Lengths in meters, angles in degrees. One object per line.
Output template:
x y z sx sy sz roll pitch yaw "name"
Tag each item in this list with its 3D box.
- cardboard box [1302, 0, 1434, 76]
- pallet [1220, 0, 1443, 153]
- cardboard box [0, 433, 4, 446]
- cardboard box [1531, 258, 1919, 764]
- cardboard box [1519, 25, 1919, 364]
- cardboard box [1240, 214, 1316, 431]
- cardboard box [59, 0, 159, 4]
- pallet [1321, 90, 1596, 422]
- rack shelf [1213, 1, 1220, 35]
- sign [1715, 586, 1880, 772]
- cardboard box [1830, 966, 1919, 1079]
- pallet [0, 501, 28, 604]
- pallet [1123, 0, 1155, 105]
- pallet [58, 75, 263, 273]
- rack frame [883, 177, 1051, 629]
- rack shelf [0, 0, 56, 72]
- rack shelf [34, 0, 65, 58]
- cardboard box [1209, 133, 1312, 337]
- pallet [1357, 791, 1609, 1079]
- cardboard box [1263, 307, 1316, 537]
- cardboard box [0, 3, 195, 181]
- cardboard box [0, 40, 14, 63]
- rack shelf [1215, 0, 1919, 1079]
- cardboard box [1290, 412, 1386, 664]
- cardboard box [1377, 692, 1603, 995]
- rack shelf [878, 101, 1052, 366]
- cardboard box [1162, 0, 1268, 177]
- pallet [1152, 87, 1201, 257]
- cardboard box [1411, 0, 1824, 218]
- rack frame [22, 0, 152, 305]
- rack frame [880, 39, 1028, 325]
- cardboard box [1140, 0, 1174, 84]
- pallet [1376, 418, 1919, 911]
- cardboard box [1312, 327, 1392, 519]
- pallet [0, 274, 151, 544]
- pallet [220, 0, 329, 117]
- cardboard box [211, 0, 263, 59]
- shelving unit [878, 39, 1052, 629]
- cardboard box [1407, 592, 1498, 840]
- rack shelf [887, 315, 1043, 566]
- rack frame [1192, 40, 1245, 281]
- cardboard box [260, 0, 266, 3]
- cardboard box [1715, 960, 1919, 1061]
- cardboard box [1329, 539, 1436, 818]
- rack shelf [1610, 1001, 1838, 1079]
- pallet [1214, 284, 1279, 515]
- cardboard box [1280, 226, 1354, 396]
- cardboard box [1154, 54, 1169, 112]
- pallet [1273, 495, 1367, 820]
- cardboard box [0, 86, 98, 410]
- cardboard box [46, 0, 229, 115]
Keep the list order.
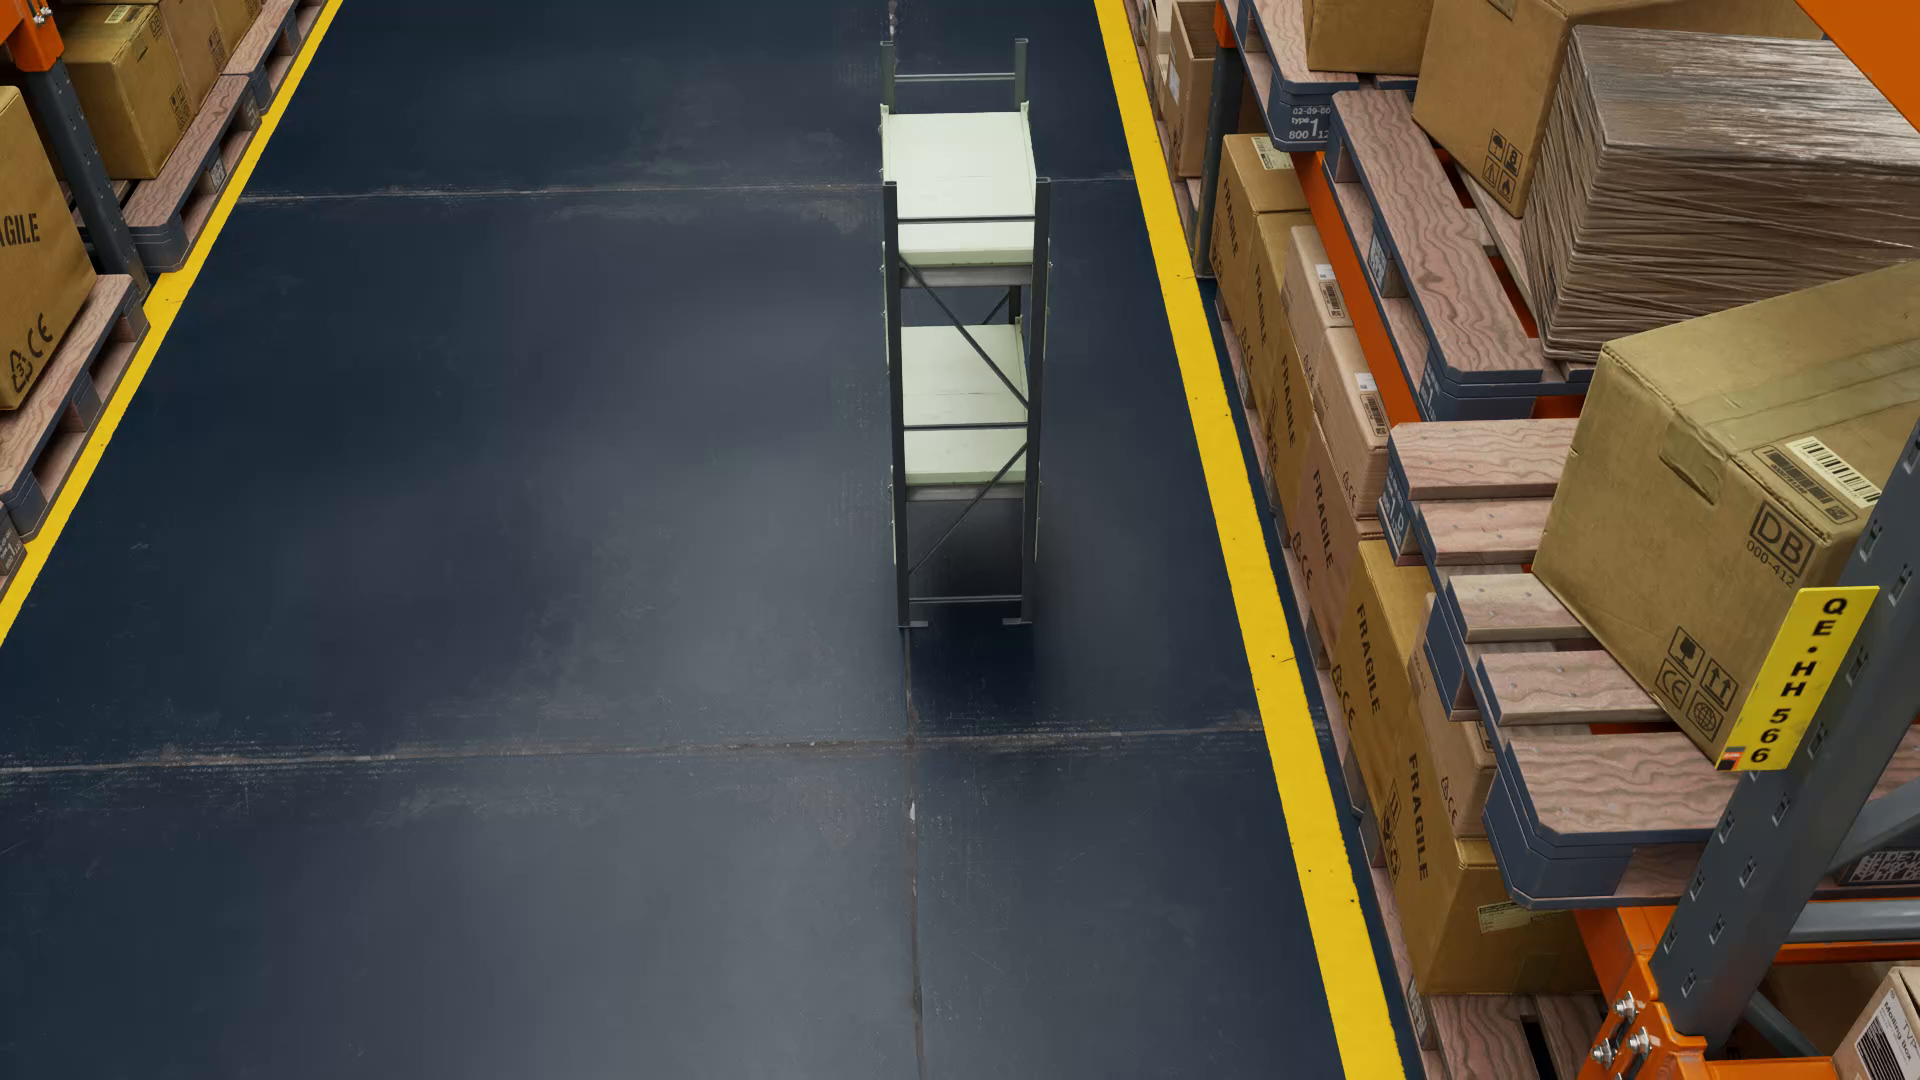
1.286 -1.552 4.338 0.700 0.500 0.500 5 43 5 "cardboard box"
1.321 -1.535 4.847 1.003 0.211 1.213 -2 43 -2 "pallet"
-3.354 -0.331 4.672 0.750 0.750 0.750 0 43 0 "cardboard box"
1.427 -0.062 2.713 0.700 0.500 0.500 -15 45 -16 "cardboard box"
1.579 -0.685 3.392 0.700 0.500 0.500 6 43 6 "cardboard box"
1.207 -0.696 5.314 0.500 0.500 0.500 -1 43 -1 "cardboard box"
-3.314 -2.221 6.512 0.380 0.149 0.250 0 43 0 "cardboard box"
1.479 -0.690 3.925 1.003 0.211 1.213 -2 43 -2 "pallet"
1.312 -3.234 7.090 1.077 0.370 4.000 -2 43 -2 "rack shelf"
1.025 0.176 2.040 0.100 0.325 0.005 -2 43 -2 "sign"
1.538 0.831 2.189 0.500 0.311 0.500 1 43 1 "cardboard box"
-3.390 0.368 4.692 1.003 0.211 1.213 -2 43 -2 "pallet"
1.313 -2.410 7.723 1.003 0.211 1.213 -2 43 -2 "pallet"
-3.507 -1.492 6.721 1.003 0.211 1.213 -2 43 -2 "pallet"
0.016 -0.301 4.469 0.400 1.500 0.023 -2 43 -2 "rack frame"
-3.468 -0.389 3.986 1.077 0.370 4.000 -2 43 -2 "rack shelf"
-3.638 -3.089 6.932 1.077 0.370 4.000 -2 43 -2 "rack shelf"
1.174 -1.056 5.706 0.500 0.500 0.500 -3 43 -4 "cardboard box"
1.572 1.075 3.921 1.003 0.211 1.213 -2 43 -2 "pallet"
1.221 -0.358 4.945 0.500 0.500 0.500 -1 43 -1 "cardboard box"
-3.482 -1.745 6.473 0.700 0.500 0.500 -1 43 -1 "cardboard box"
-3.674 -1.881 6.141 0.380 0.149 0.250 -2 43 -2 "cardboard box"
1.481 -0.533 4.144 1.077 0.370 4.000 -2 43 -2 "rack shelf"
1.242 -0.017 4.573 0.500 0.500 0.500 -3 43 -3 "cardboard box"
1.292 0.686 3.806 0.500 0.500 0.500 0 43 0 "cardboard box"
0.000 -0.836 4.475 0.431 0.370 0.720 -2 43 -2 "rack shelf"
1.089 -1.766 6.481 0.500 0.500 0.500 -2 43 -2 "cardboard box"
1.368 -1.584 6.822 1.003 0.211 1.213 -2 43 -2 "pallet"
1.533 -1.149 3.899 0.700 0.500 0.500 -12 44 -13 "cardboard box"
-3.553 -2.004 5.216 1.000 3.000 0.127 -2 43 -2 "rack frame"
-0.015 -0.795 5.008 0.400 1.500 0.023 -2 43 -2 "rack frame"
1.057 -2.202 7.097 0.500 0.311 0.500 -2 43 -2 "cardboard box"
1.467 0.167 2.990 1.213 0.211 1.003 -2 43 -2 "pallet"
1.238 -0.318 4.347 0.500 0.250 0.500 -2 43 -3 "cardboard box"
-3.445 -0.457 5.593 1.003 0.211 1.213 -2 43 -2 "pallet"
-3.562 -2.317 7.622 1.003 0.211 1.213 -2 43 -2 "pallet"
-3.520 -2.431 7.221 0.700 0.500 0.500 -1 43 -1 "cardboard box"
0.000 -0.548 4.738 0.431 1.500 0.755 -2 43 -2 "shelving unit"
1.285 0.372 3.594 0.500 0.250 0.500 0 43 0 "cardboard box"
0.000 -0.308 4.959 0.431 0.370 0.720 -2 43 -2 "rack shelf"
1.396 -2.149 5.374 1.000 3.000 0.127 -2 43 -2 "rack frame"
-3.549 -2.791 7.614 0.700 0.500 0.500 -3 43 -3 "cardboard box"
1.833 0.996 3.468 0.500 0.500 0.500 0 43 0 "cardboard box"
1.270 0.337 4.187 0.500 0.500 0.500 -3 43 -3 "cardboard box"
1.651 2.167 1.198 1.077 0.370 4.000 -2 43 -2 "rack shelf"
1.469 -0.573 5.719 1.003 0.211 1.213 -2 43 -2 "pallet"
1.216 -0.657 4.716 0.500 0.250 0.500 -2 43 -2 "cardboard box"
1.013 -1.888 6.874 0.380 0.149 0.250 -2 43 -2 "cardboard box"
1.524 0.253 4.818 1.003 0.211 1.213 -2 43 -2 "pallet"
-3.395 -0.931 5.326 0.750 0.750 0.750 -1 43 -1 "cardboard box"
-3.500 -2.084 6.843 0.700 0.500 0.500 -2 43 -2 "cardboard box"
